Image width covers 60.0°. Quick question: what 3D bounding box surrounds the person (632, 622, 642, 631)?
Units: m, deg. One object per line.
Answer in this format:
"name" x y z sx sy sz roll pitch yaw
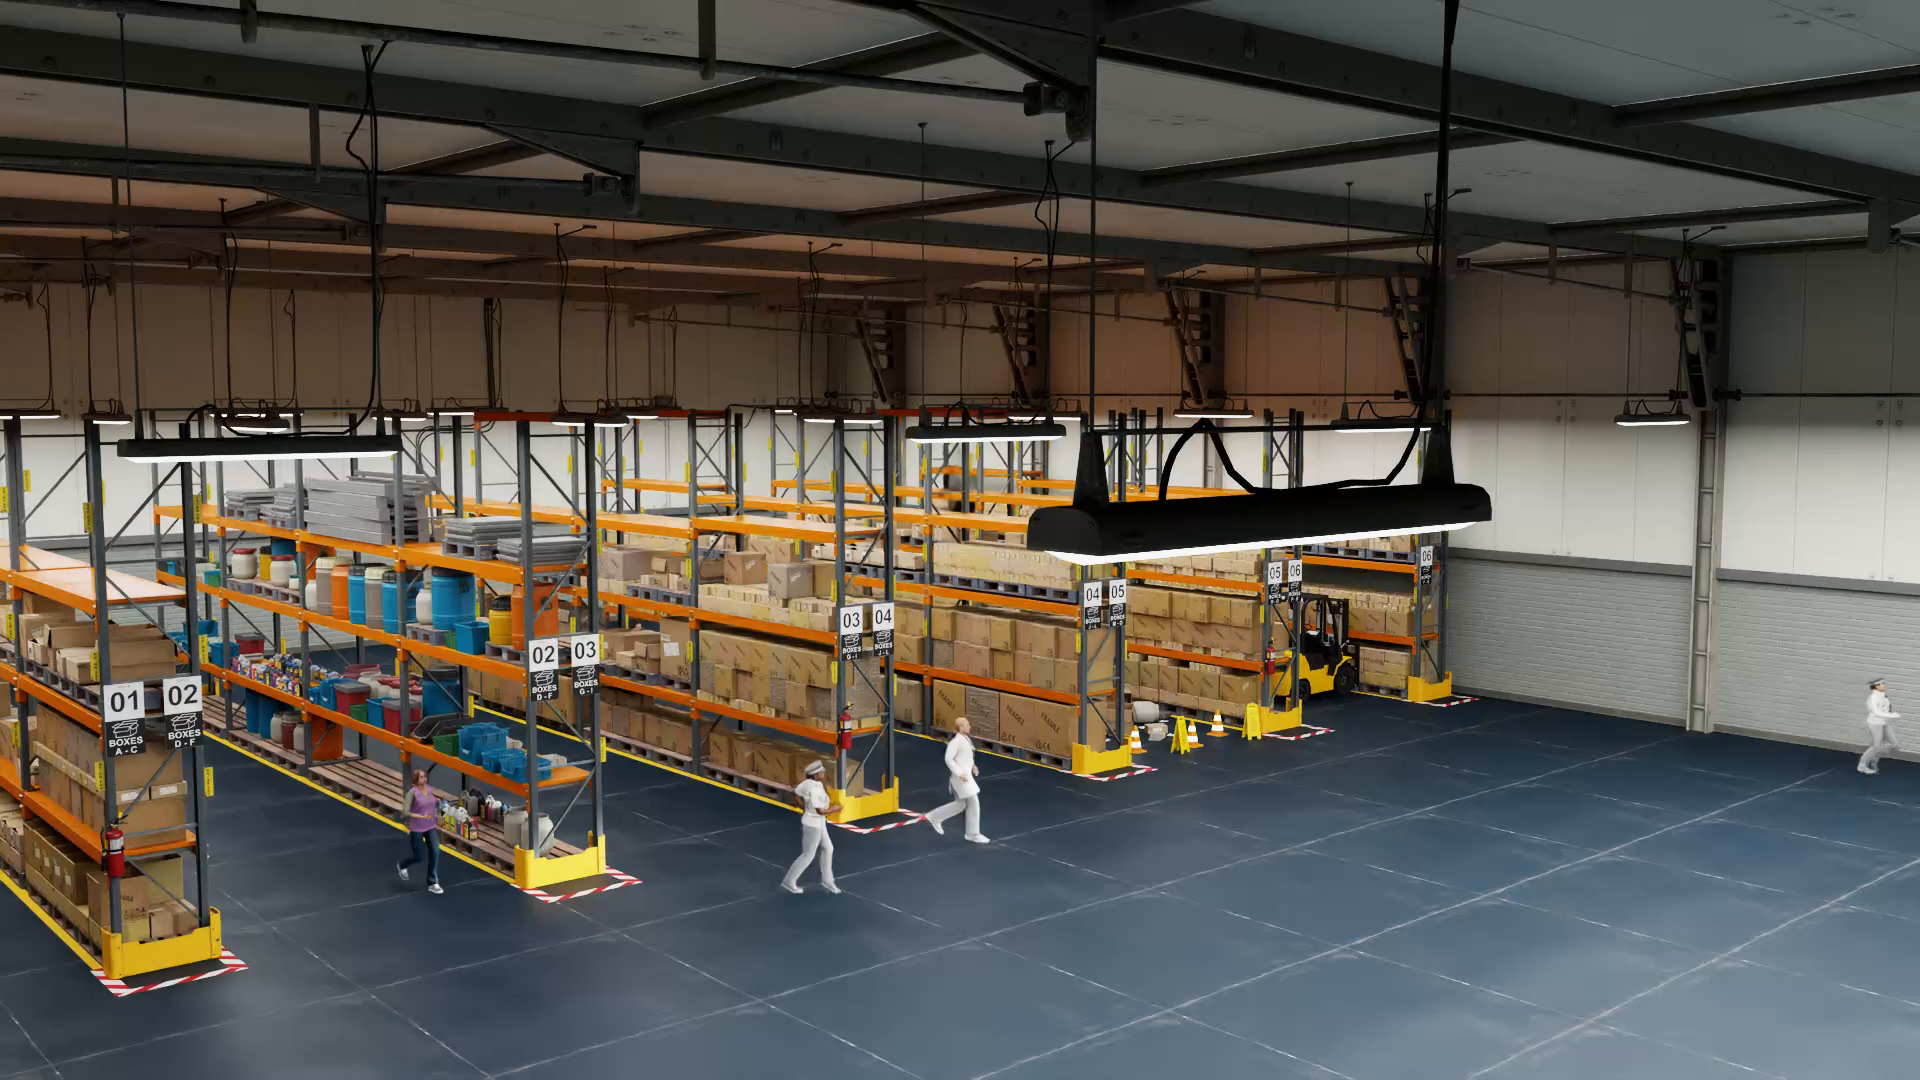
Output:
"person" -6.615 2.498 34.164 0.914 1.645 0.575 5 7 44

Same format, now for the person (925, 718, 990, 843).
"person" -0.036 3.406 23.560 0.933 1.774 0.734 0 5 3

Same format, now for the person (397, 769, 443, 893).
"person" -6.869 3.685 21.198 0.781 1.566 0.549 4 6 36

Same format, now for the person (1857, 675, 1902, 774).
"person" 15.280 3.064 27.598 0.619 1.660 0.590 4 7 41

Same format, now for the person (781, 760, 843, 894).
"person" -1.869 3.645 20.958 0.793 1.761 0.584 -1 5 -9
